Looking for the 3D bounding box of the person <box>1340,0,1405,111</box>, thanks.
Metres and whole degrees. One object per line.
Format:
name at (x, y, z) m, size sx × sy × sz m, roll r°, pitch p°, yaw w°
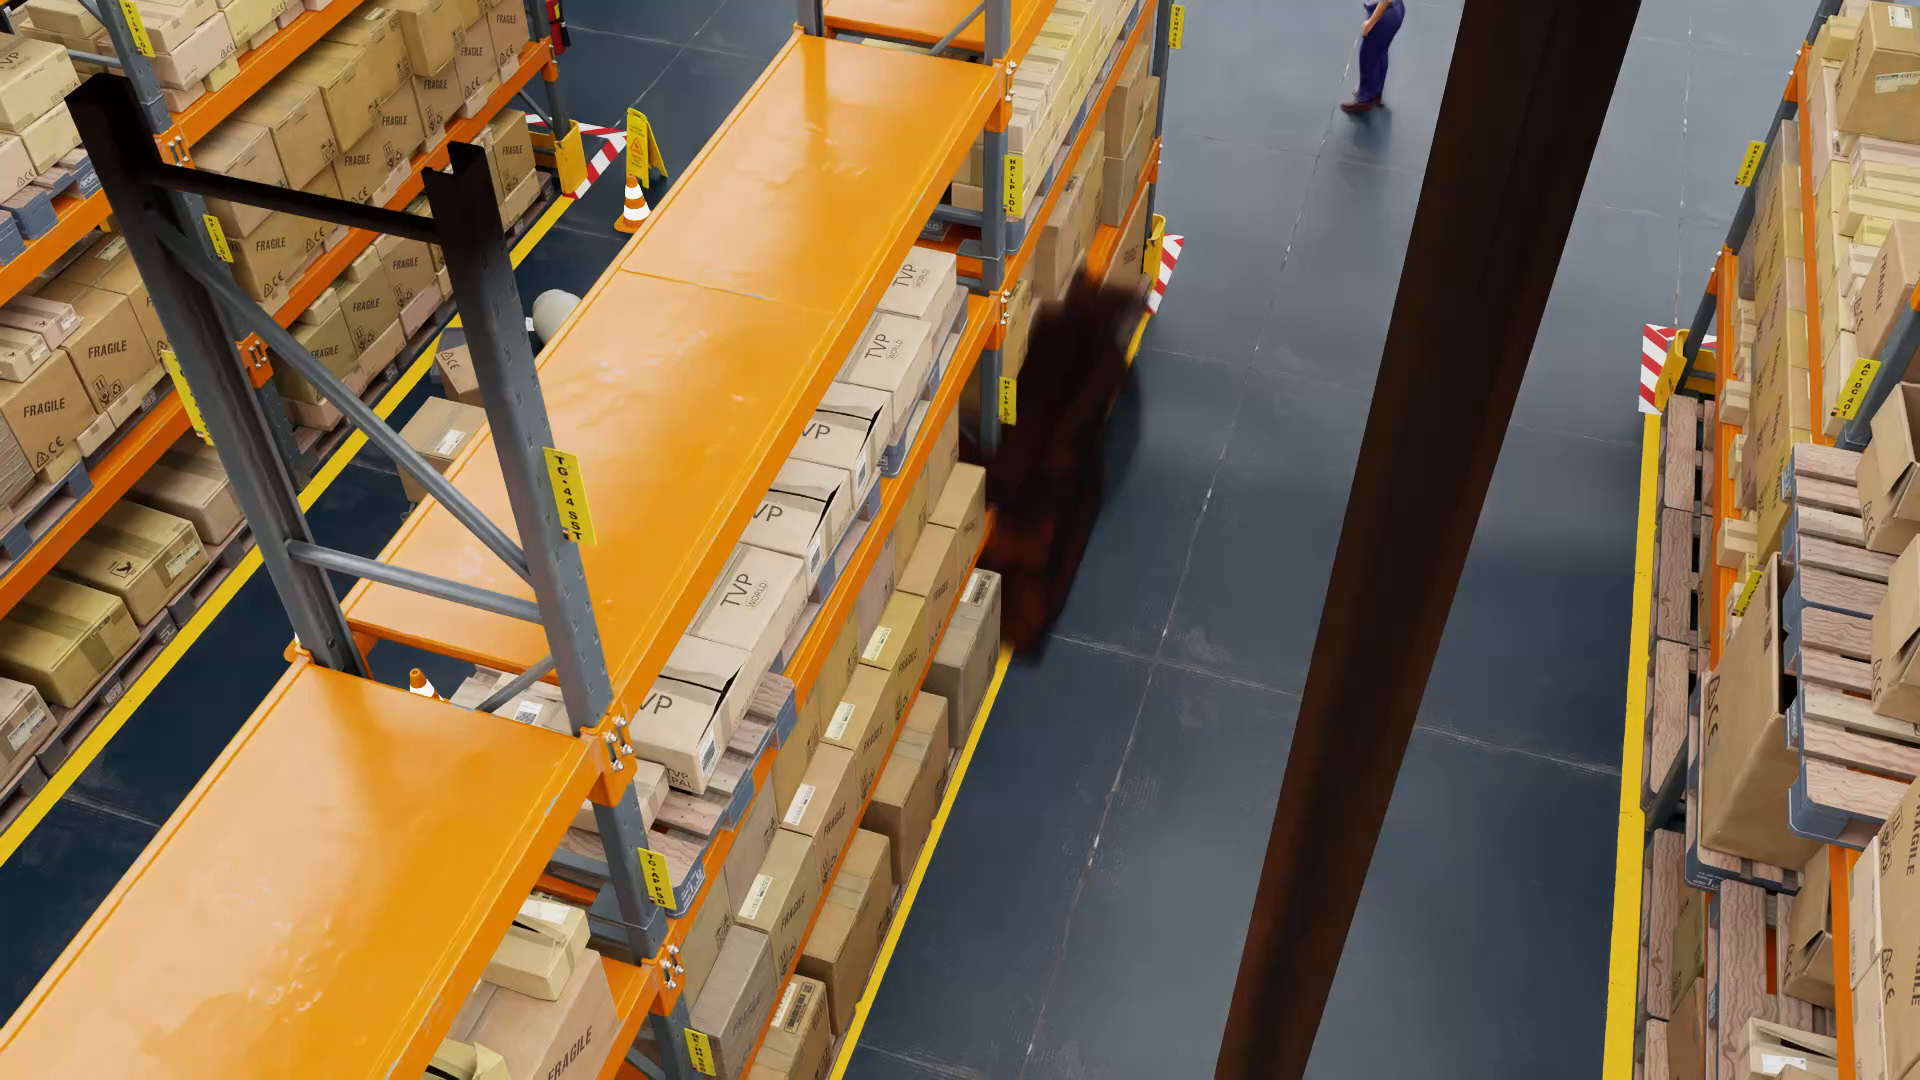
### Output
person at (3.648, -4.541, 14.433) m, size 0.395 × 1.656 × 0.504 m, roll 13°, pitch 47°, yaw 12°
